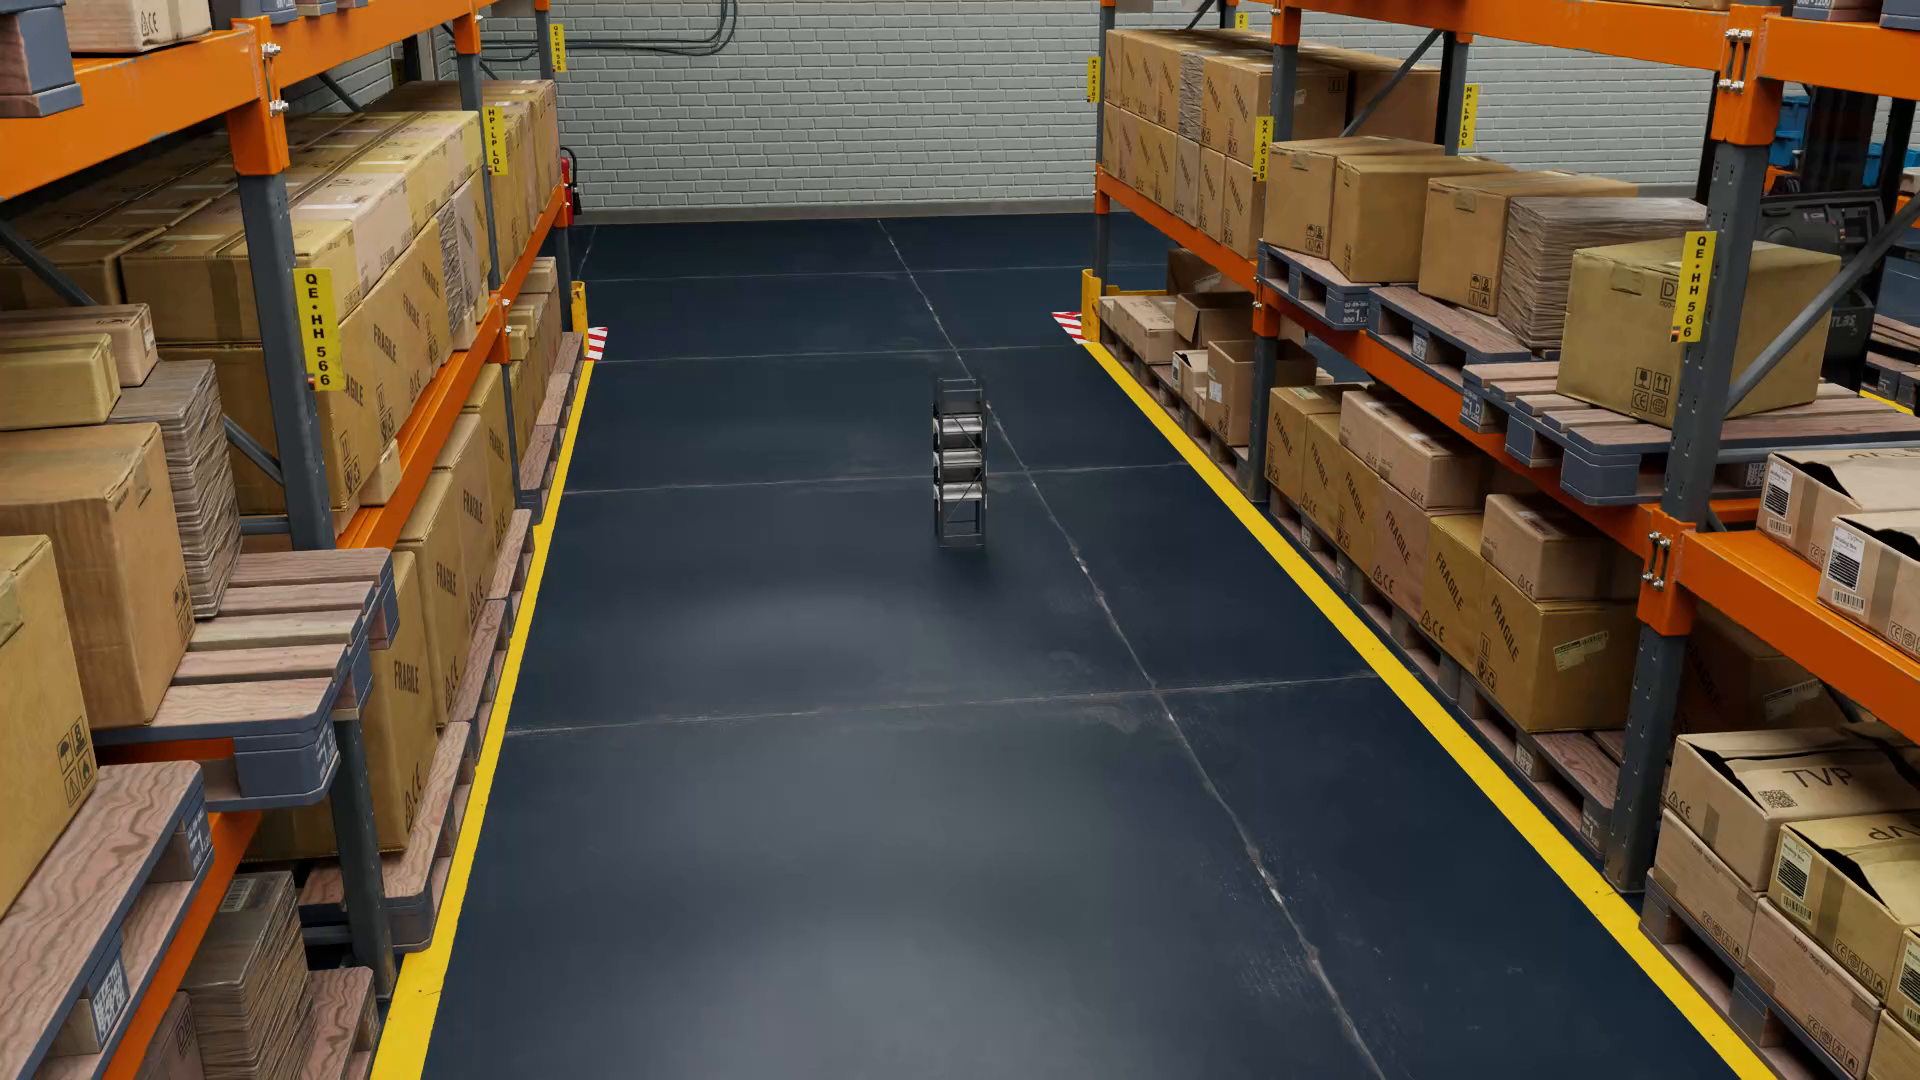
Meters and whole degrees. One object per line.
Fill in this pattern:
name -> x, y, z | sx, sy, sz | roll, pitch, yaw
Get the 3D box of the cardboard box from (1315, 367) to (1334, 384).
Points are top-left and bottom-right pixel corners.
cardboard box -> 2.127, -0.984, 10.483 | 0.380, 0.166, 0.250 | -3, 21, -8

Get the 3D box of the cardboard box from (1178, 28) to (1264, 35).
cardboard box -> 1.868, -3.410, 11.986 | 0.500, 0.500, 0.500 | -3, 21, -8

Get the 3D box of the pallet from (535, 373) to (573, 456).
pallet -> -3.005, -0.783, 10.510 | 1.003, 0.211, 1.213 | -3, 21, -8

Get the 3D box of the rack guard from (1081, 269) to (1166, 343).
rack guard -> 1.542, -1.837, 12.921 | 1.175, 0.500, 0.348 | -3, 21, -8

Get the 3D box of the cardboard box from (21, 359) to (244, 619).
cardboard box -> -2.139, -0.104, 3.937 | 0.700, 0.500, 0.500 | -5, 21, -14

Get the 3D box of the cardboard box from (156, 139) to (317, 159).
cardboard box -> -2.826, -1.419, 6.559 | 0.500, 0.250, 0.500 | -4, 21, -10

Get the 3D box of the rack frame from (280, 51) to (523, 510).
rack frame -> -2.793, -1.399, 8.173 | 1.000, 3.000, 0.127 | -3, 21, -8

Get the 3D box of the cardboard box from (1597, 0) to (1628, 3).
cardboard box -> 2.515, -2.043, 5.468 | 0.910, 0.500, 0.500 | -3, 21, -8

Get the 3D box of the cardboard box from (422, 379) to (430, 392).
cardboard box -> -2.298, -0.653, 6.507 | 0.380, 0.149, 0.250 | -2, 21, -6

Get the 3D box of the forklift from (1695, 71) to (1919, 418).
forklift -> 4.816, -1.684, 9.036 | 1.130, 2.935, 3.031 | -7, 21, -17

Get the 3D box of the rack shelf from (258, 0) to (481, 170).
rack shelf -> -2.505, -1.774, 5.920 | 1.077, 0.370, 4.000 | -3, 21, -8

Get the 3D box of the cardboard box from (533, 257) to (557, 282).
cardboard box -> -2.971, -1.840, 11.402 | 0.380, 0.149, 0.250 | -3, 21, -8

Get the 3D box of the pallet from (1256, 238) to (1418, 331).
pallet -> 2.115, -1.278, 8.124 | 1.003, 0.211, 1.213 | -3, 21, -8

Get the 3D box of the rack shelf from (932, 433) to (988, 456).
rack shelf -> -0.001, -0.477, 8.546 | 0.258, 0.077, 0.200 | -3, 21, -8

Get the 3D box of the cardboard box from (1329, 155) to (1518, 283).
cardboard box -> 2.117, -1.483, 7.657 | 0.700, 0.500, 0.500 | 0, 20, 1

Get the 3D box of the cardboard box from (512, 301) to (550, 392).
cardboard box -> -3.025, -1.225, 10.680 | 0.700, 0.500, 0.500 | -4, 21, -10

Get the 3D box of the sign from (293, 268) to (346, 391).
sign -> -1.681, -0.550, 4.359 | 0.100, 0.325, 0.005 | -3, 21, -8

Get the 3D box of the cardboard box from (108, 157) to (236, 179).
cardboard box -> -2.755, -1.238, 6.075 | 0.500, 0.250, 0.500 | -3, 21, -9

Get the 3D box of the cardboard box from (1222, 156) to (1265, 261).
cardboard box -> 1.782, -1.857, 9.257 | 0.500, 0.500, 0.500 | -3, 21, -7

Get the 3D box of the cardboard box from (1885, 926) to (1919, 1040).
cardboard box -> 2.625, 1.118, 3.963 | 0.500, 0.311, 0.500 | -3, 21, -9

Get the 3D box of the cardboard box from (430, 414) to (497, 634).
cardboard box -> -2.440, -0.062, 7.067 | 0.750, 0.750, 0.750 | -2, 21, -6

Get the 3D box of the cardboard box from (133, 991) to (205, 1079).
cardboard box -> -2.102, 1.382, 3.672 | 0.700, 0.500, 0.500 | -3, 21, -8

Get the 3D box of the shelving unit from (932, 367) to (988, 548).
shelving unit -> -0.001, -0.424, 8.566 | 0.258, 0.900, 0.210 | -3, 21, -8

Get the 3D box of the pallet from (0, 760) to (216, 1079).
pallet -> -1.891, 0.760, 2.669 | 1.003, 0.211, 1.213 | -3, 21, -8

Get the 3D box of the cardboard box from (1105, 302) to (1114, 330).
cardboard box -> 1.288, -1.665, 12.306 | 0.380, 0.166, 0.250 | -3, 21, -8

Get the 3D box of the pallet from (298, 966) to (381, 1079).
pallet -> -2.106, 1.563, 4.229 | 1.003, 0.211, 1.213 | -3, 21, -8

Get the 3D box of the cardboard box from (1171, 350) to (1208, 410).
cardboard box -> 1.637, -1.039, 10.424 | 0.500, 0.311, 0.500 | -3, 21, -8

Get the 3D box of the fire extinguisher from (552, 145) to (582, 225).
fire extinguisher -> -2.935, -2.648, 12.162 | 0.296, 0.674, 0.183 | -3, 21, -8

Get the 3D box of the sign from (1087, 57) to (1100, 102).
sign -> 0.995, -3.413, 12.329 | 0.100, 0.325, 0.005 | -3, 21, -8

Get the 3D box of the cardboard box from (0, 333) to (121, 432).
cardboard box -> -2.076, -0.342, 3.645 | 0.380, 0.149, 0.250 | -6, 21, -17

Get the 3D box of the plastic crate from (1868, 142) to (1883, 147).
plastic crate -> 6.333, -2.675, 11.744 | 0.416, 0.233, 0.300 | -3, 21, -8

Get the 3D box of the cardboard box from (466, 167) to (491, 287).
cardboard box -> -2.477, -1.447, 7.706 | 0.500, 0.500, 0.500 | -3, 21, -9

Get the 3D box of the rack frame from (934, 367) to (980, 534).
rack frame -> -0.016, -0.460, 8.660 | 0.240, 0.900, 0.006 | -3, 21, -8

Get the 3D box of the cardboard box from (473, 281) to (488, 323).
cardboard box -> -2.405, -1.101, 7.708 | 0.380, 0.149, 0.250 | -3, 21, -7

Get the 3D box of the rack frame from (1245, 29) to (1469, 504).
rack frame -> 2.108, -1.650, 8.846 | 1.000, 3.000, 0.127 | -3, 21, -8

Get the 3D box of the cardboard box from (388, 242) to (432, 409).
cardboard box -> -2.170, -0.744, 5.824 | 0.500, 0.500, 0.500 | -3, 21, -8

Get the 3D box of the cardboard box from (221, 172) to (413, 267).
cardboard box -> -2.181, -1.090, 5.678 | 0.500, 0.250, 0.500 | -3, 21, -7

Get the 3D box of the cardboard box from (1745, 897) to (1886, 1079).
cardboard box -> 2.543, 1.197, 4.554 | 0.500, 0.250, 0.500 | -3, 21, -9

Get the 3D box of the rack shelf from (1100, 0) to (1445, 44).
rack shelf -> 1.820, -3.410, 10.301 | 1.077, 0.370, 4.000 | -3, 21, -8

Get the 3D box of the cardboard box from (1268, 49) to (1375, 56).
cardboard box -> 2.170, -2.699, 10.083 | 0.500, 0.500, 0.500 | -4, 21, -9

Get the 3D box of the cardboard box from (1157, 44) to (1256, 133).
cardboard box -> 1.559, -2.853, 10.496 | 0.500, 0.500, 0.500 | -3, 21, -8

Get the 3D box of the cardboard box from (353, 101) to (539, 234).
cardboard box -> -3.070, -2.232, 9.977 | 0.980, 0.700, 0.700 | -4, 21, -10

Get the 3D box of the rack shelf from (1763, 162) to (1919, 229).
rack shelf -> 6.722, -2.254, 11.491 | 1.077, 0.370, 4.000 | -3, 21, -8

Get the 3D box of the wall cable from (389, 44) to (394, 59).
wall cable -> -4.491, -3.655, 12.763 | 0.084, 1.984, 1.851 | -3, 21, -8

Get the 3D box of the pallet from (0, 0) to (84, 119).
pallet -> -1.776, -0.524, 1.813 | 1.213, 0.211, 1.003 | -3, 21, -8

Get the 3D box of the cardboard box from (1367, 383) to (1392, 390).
cardboard box -> 2.463, -0.528, 8.787 | 0.500, 0.500, 0.500 | -3, 21, -8

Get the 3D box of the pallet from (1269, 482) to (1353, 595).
pallet -> 2.263, -0.064, 8.585 | 1.003, 0.211, 1.213 | -3, 21, -8

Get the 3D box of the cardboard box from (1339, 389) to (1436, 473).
cardboard box -> 2.081, -0.510, 7.667 | 0.500, 0.250, 0.500 | -3, 21, -8

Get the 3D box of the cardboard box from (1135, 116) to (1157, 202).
cardboard box -> 1.484, -2.562, 11.146 | 0.500, 0.500, 0.500 | -3, 21, -8

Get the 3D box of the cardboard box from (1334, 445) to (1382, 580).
cardboard box -> 2.089, -0.147, 7.768 | 0.500, 0.500, 0.500 | -3, 21, -7
